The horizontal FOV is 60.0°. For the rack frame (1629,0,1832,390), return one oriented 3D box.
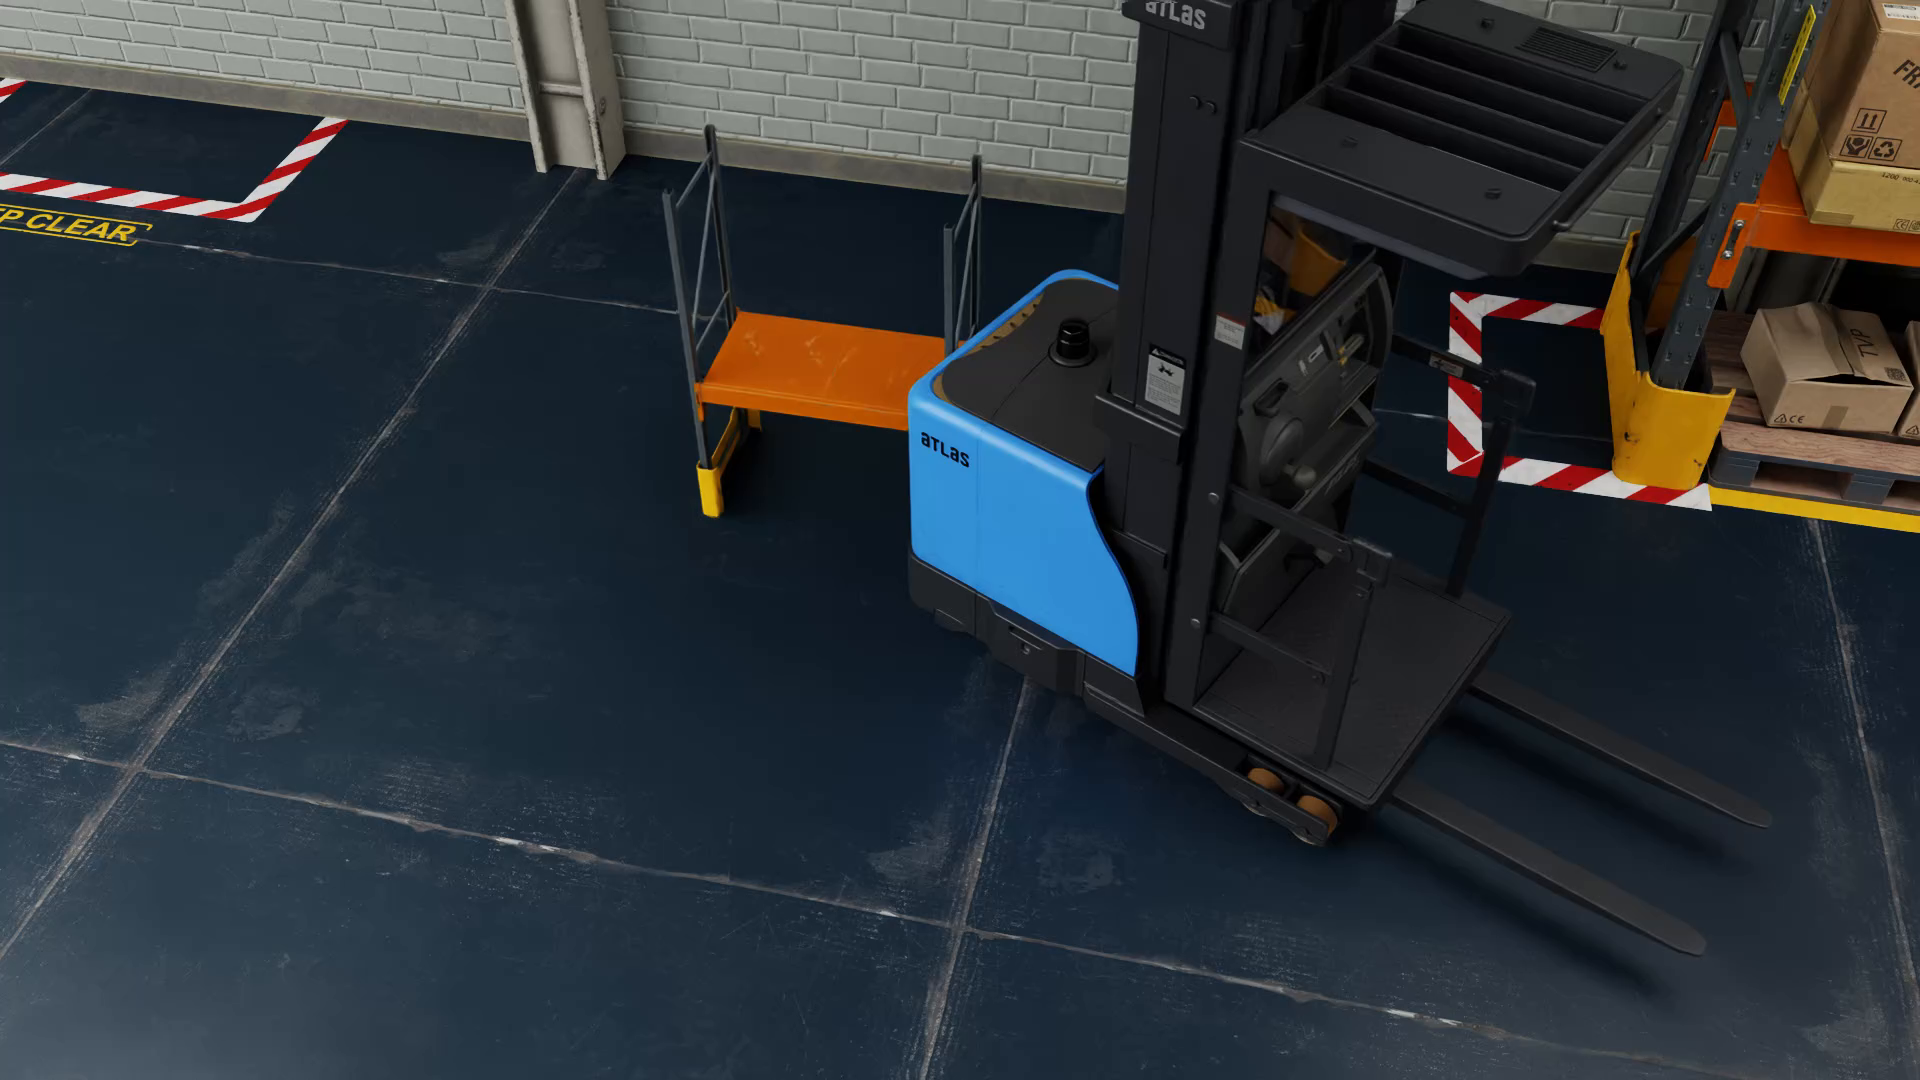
[{"bbox_3d":[2.976,-1.711,6.365,0.127,3.000,1.000,9,45,9],"label":"rack frame"}]

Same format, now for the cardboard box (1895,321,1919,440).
[{"bbox_3d":[4.188,-0.649,6.883,0.500,0.311,0.500,12,45,12],"label":"cardboard box"}]

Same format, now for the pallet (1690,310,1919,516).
[{"bbox_3d":[3.836,-0.548,7.168,1.213,0.211,1.003,9,45,9],"label":"pallet"}]

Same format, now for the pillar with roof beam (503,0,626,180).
[{"bbox_3d":[-2.947,-2.347,2.700,0.400,9.000,9.100,9,45,9],"label":"pillar with roof beam"}]

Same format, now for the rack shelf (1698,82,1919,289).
[{"bbox_3d":[4.928,-1.149,6.300,4.000,0.370,1.077,9,45,9],"label":"rack shelf"}]

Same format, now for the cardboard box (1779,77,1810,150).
[{"bbox_3d":[3.475,-1.725,6.473,0.500,0.250,0.500,9,45,10],"label":"cardboard box"}]

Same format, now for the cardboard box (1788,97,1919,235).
[{"bbox_3d":[3.383,-1.376,6.110,0.500,0.250,0.500,8,44,8],"label":"cardboard box"}]

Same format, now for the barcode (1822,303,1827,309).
[{"bbox_3d":[3.737,-1.007,7.248,0.075,0.075,0.001,9,45,9],"label":"barcode"}]

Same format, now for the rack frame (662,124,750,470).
[{"bbox_3d":[-0.981,-0.841,6.542,0.032,1.500,0.500,9,45,9],"label":"rack frame"}]

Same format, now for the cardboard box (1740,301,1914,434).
[{"bbox_3d":[3.632,-0.736,6.973,0.500,0.311,0.500,4,44,4],"label":"cardboard box"}]

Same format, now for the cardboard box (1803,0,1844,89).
[{"bbox_3d":[3.483,-2.007,6.225,0.500,0.500,0.500,8,45,9],"label":"cardboard box"}]

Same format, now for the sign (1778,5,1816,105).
[{"bbox_3d":[2.858,-1.656,5.683,0.005,0.325,0.100,9,45,9],"label":"sign"}]

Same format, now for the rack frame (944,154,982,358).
[{"bbox_3d":[0.012,-0.691,6.386,0.032,1.500,0.500,9,45,9],"label":"rack frame"}]

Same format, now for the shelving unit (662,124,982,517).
[{"bbox_3d":[-0.476,-0.765,6.463,1.083,1.500,0.587,9,45,9],"label":"shelving unit"}]

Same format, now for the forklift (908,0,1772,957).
[{"bbox_3d":[1.278,-0.442,5.096,3.031,2.935,1.130,28,51,26],"label":"forklift"}]

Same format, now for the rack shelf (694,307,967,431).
[{"bbox_3d":[-0.485,-0.636,6.589,1.000,0.185,0.538,9,45,9],"label":"rack shelf"}]

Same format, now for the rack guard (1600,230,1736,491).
[{"bbox_3d":[3.050,-0.799,7.220,0.348,0.500,1.175,9,45,9],"label":"rack guard"}]

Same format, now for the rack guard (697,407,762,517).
[{"bbox_3d":[-0.962,-0.388,6.973,0.087,0.250,0.587,9,45,9],"label":"rack guard"}]

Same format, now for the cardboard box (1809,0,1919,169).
[{"bbox_3d":[3.377,-1.659,5.864,0.500,0.500,0.500,9,45,9],"label":"cardboard box"}]

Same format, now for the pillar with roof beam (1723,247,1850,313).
[{"bbox_3d":[2.908,-1.439,1.756,0.400,9.000,9.100,9,45,9],"label":"pillar with roof beam"}]
